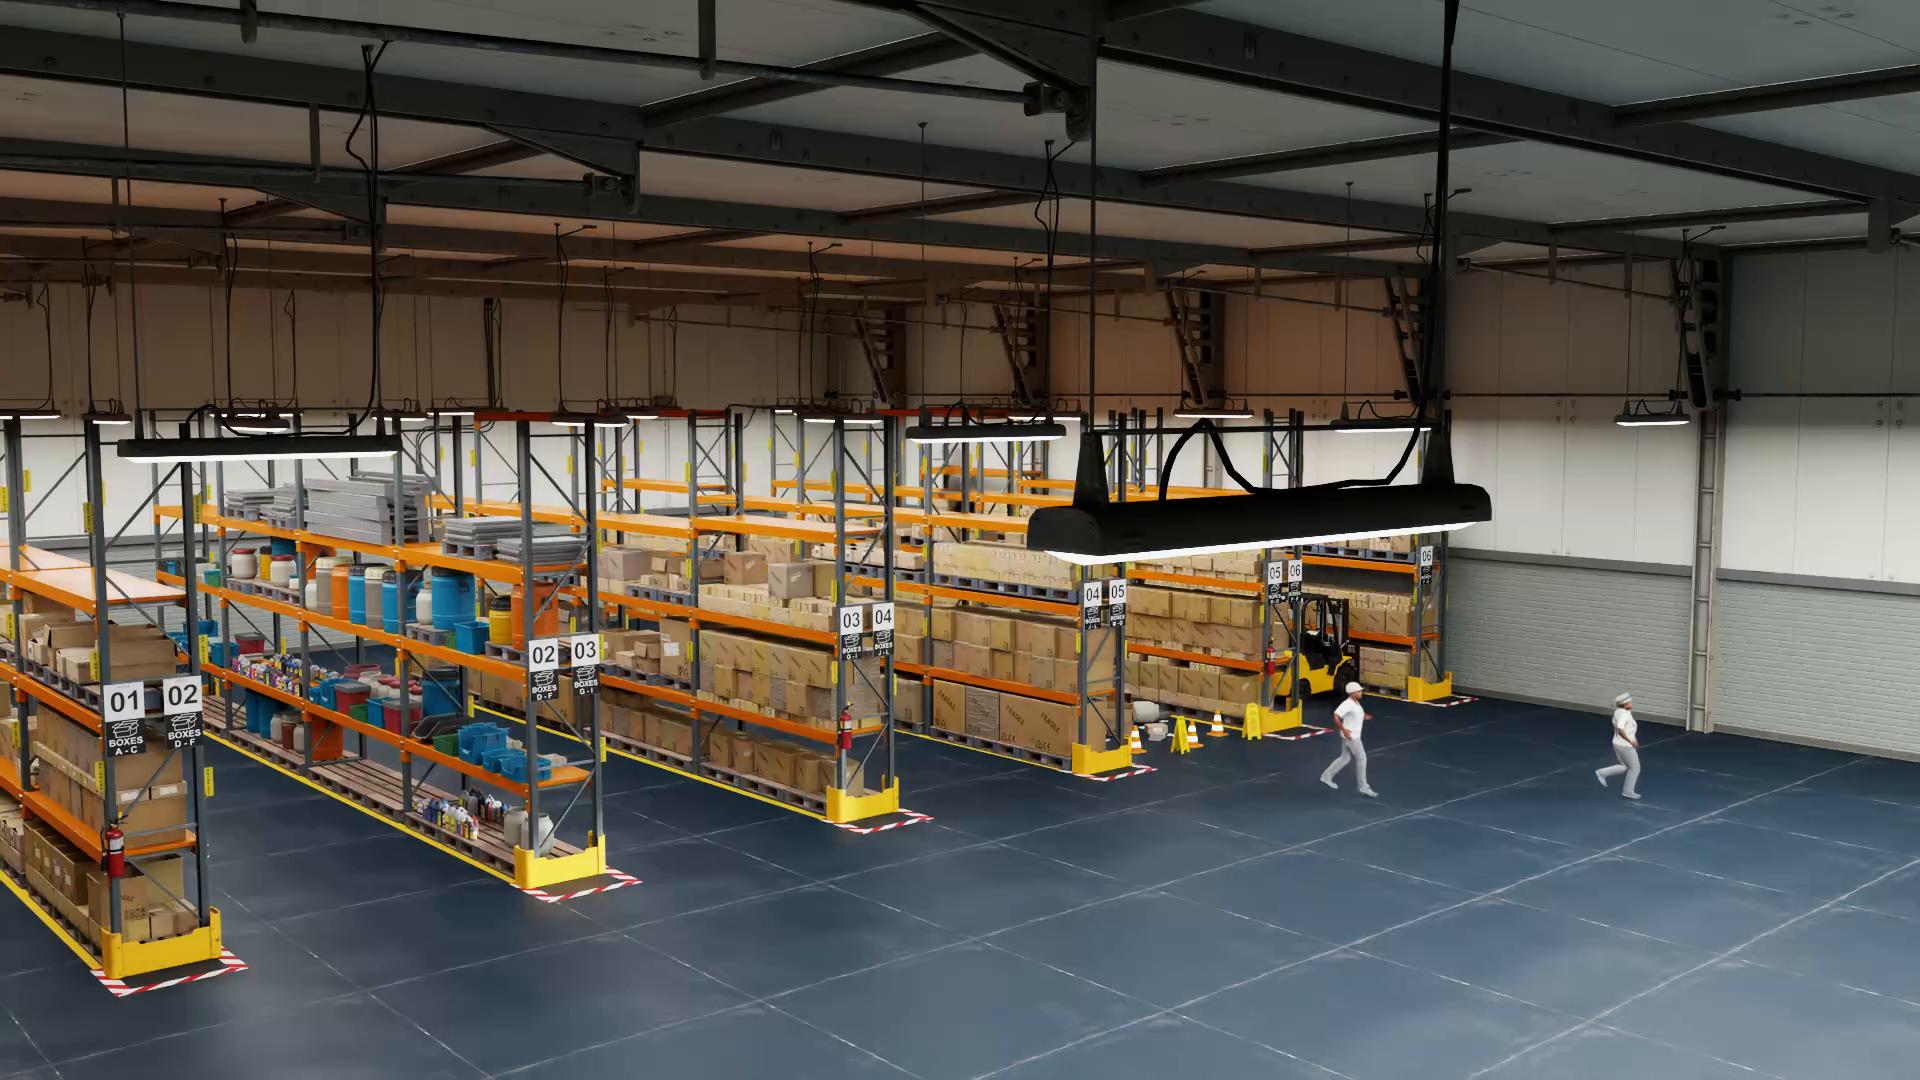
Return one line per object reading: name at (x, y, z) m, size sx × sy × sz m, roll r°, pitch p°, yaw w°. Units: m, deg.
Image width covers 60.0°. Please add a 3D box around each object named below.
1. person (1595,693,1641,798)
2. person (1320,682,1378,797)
person at (10.367, 3.224, 26.095) m, size 0.686 × 1.677 × 0.577 m, roll 1°, pitch 5°, yaw 6°
person at (6.173, 3.134, 26.335) m, size 0.902 × 1.798 × 0.675 m, roll 1°, pitch 5°, yaw 11°
